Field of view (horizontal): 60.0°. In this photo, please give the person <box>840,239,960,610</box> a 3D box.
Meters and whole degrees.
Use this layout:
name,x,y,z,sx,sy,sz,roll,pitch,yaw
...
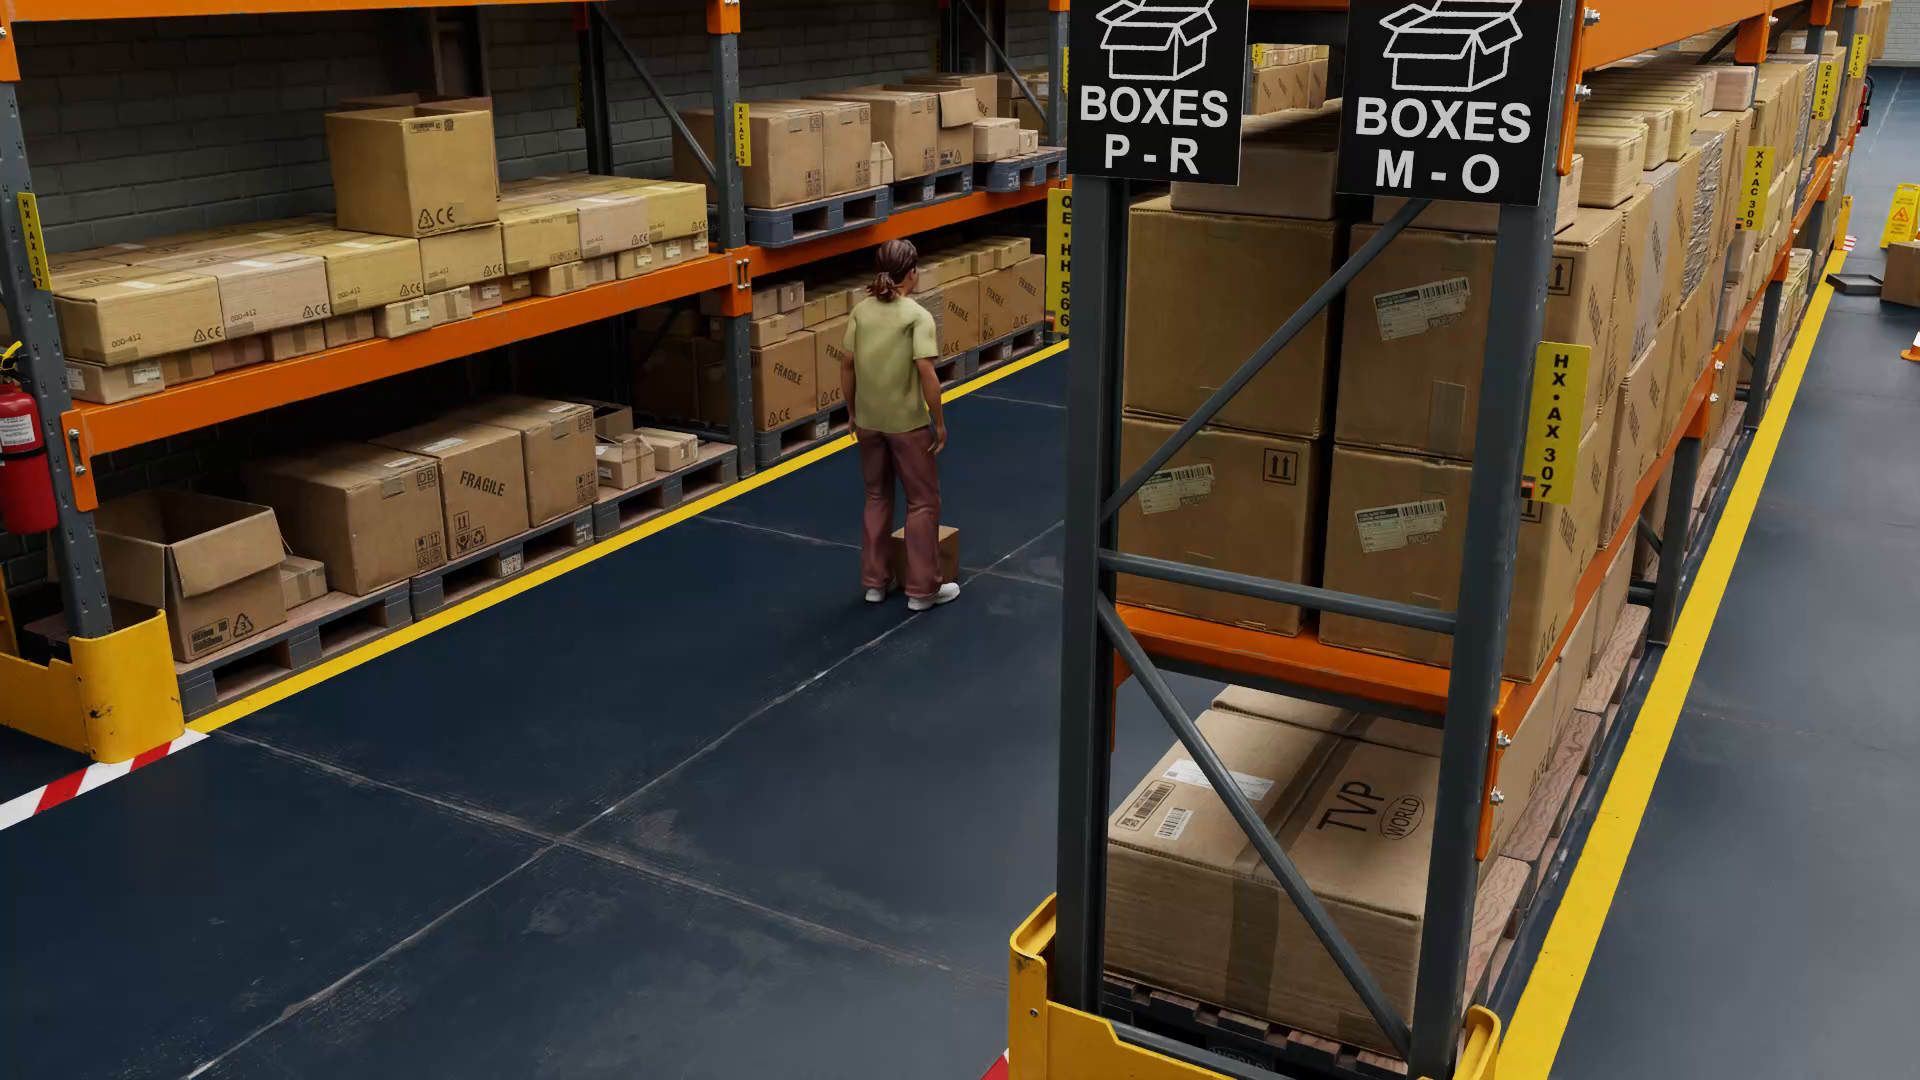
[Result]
name,x,y,z,sx,sy,sz,roll,pitch,yaw
person,-0.289,-0.518,7.533,0.503,1.672,0.352,10,22,27
